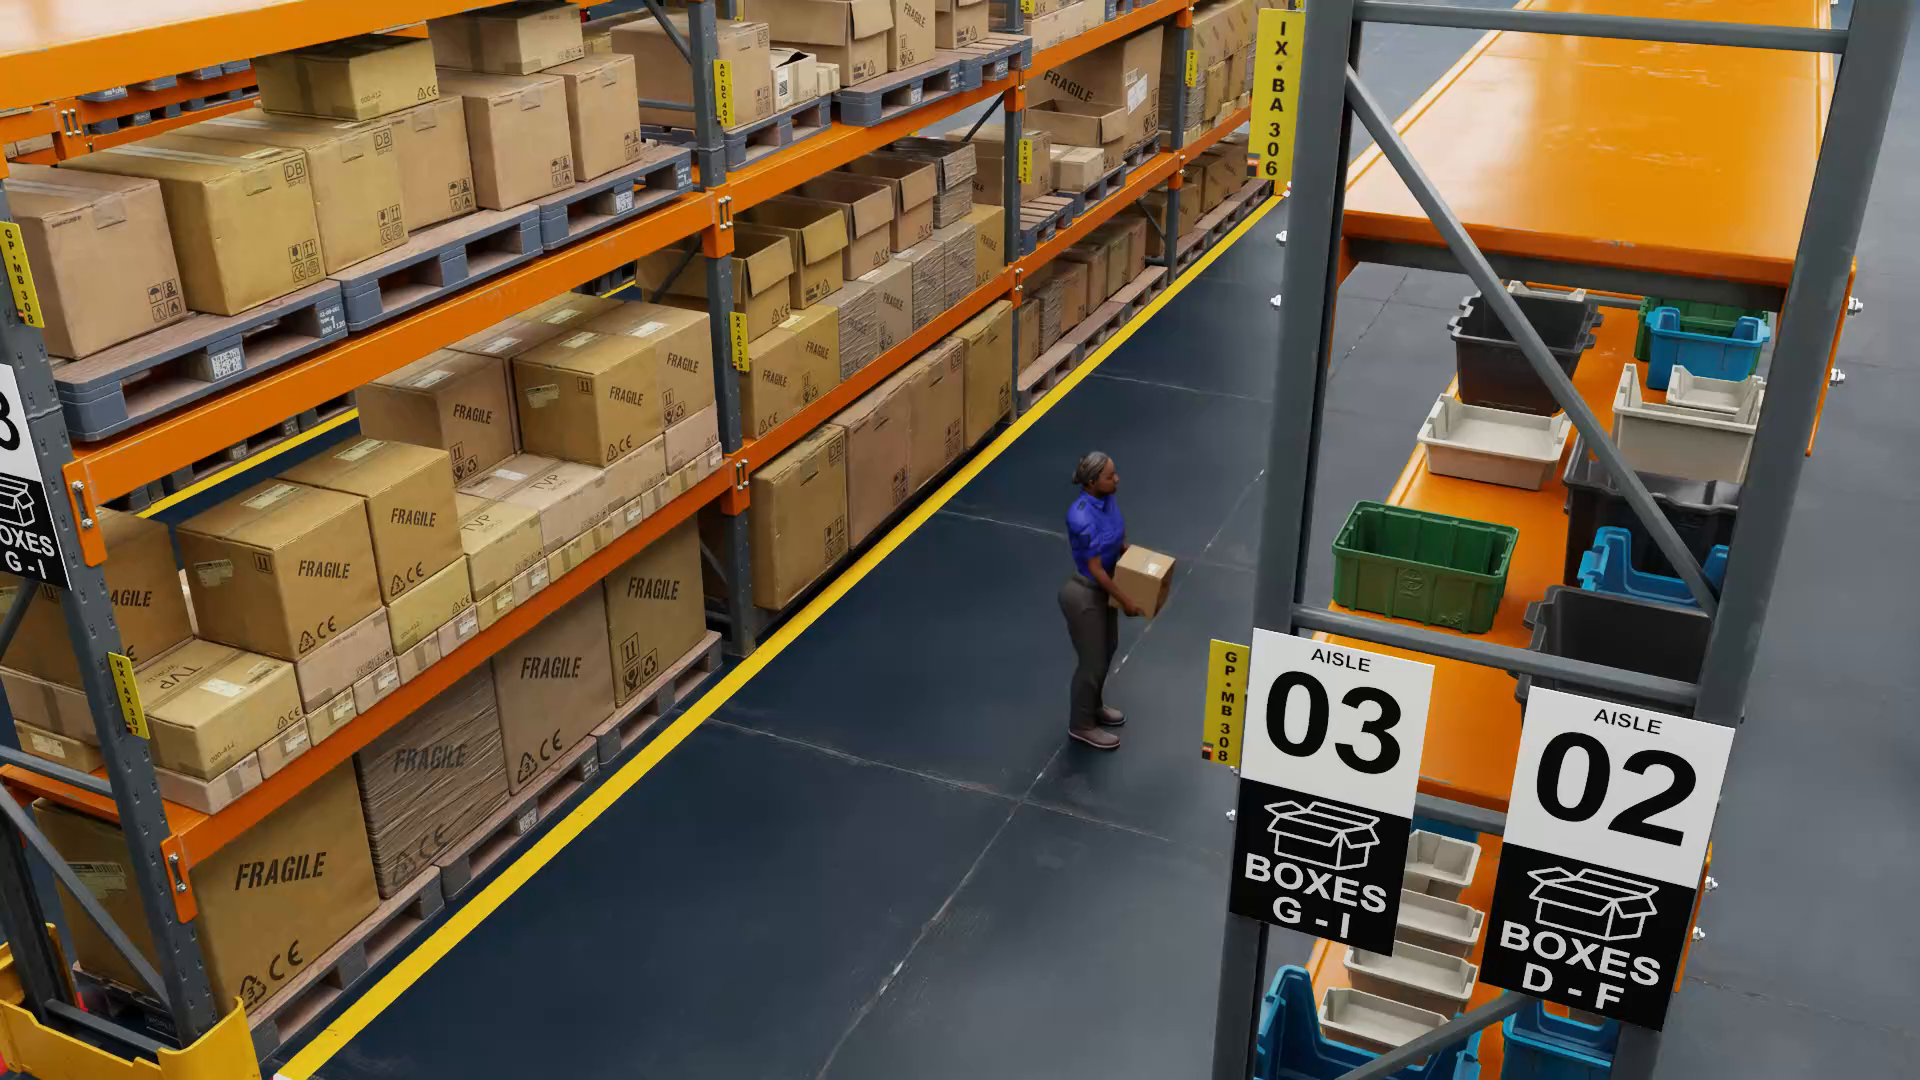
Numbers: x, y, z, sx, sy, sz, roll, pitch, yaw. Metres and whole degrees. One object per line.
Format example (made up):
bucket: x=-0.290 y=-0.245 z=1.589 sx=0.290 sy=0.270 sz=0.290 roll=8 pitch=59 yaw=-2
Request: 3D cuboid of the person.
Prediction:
person: x=0.786 y=0.314 z=8.799 sx=0.502 sy=1.657 sz=0.434 roll=11 pitch=28 yaw=21
